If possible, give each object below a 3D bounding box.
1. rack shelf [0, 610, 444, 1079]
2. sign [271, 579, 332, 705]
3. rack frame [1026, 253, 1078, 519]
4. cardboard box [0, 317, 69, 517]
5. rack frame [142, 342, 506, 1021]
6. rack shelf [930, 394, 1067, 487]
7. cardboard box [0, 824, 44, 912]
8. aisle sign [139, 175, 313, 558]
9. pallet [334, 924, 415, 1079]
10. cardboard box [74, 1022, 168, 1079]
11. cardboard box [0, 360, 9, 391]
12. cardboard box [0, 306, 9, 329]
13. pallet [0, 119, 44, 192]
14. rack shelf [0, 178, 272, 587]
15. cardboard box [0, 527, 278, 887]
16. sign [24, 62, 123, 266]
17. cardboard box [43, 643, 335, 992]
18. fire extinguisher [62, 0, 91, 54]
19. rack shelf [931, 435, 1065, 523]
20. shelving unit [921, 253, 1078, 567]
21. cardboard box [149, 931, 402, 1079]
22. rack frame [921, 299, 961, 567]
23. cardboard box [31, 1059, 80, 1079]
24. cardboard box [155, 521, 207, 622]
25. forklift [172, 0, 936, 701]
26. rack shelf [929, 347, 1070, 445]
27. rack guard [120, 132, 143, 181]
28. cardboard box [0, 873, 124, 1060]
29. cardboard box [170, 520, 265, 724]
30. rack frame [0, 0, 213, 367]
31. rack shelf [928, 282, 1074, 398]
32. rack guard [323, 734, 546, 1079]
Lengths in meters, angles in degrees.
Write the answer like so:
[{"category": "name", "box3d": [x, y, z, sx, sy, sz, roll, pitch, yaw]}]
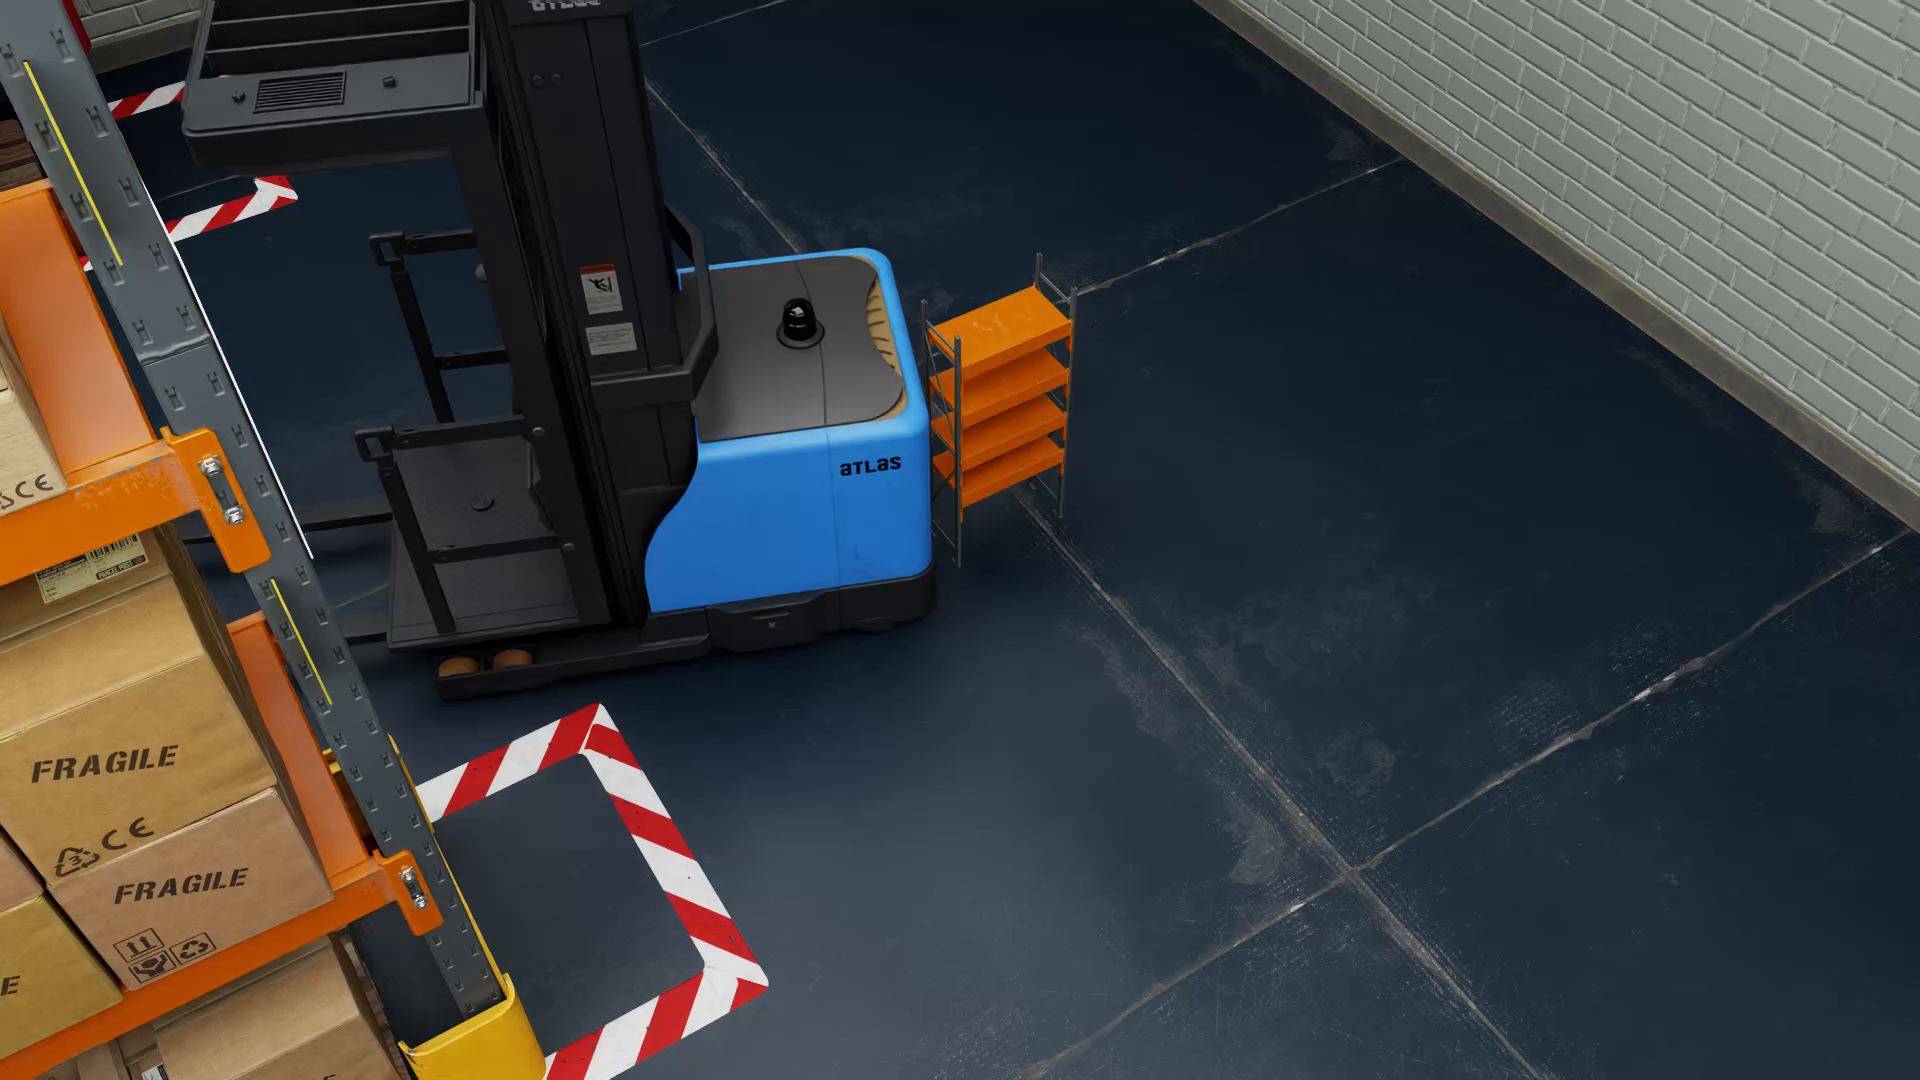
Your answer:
[{"category": "rack shelf", "box3d": [-3.357, 1.386, 3.934, 4.000, 0.370, 1.077, -25, 53, -21]}, {"category": "sign", "box3d": [-1.386, 0.218, 3.505, 0.005, 0.325, 0.100, -25, 53, -21]}, {"category": "rack frame", "box3d": [0.346, -0.562, 6.393, 0.015, 1.200, 0.240, -25, 53, -21]}, {"category": "cardboard box", "box3d": [-1.959, -0.227, 2.980, 0.500, 0.250, 0.500, -25, 53, -21]}, {"category": "rack frame", "box3d": [-1.666, 0.350, 4.375, 0.127, 3.000, 1.000, -25, 53, -21]}, {"category": "rack shelf", "box3d": [0.140, -0.420, 6.356, 0.480, 0.148, 0.258, -25, 53, -21]}, {"category": "cardboard box", "box3d": [-2.322, 0.537, 3.472, 0.500, 0.500, 0.500, -24, 53, -20]}, {"category": "aisle sign", "box3d": [-1.444, -0.348, 3.256, 0.004, 0.787, 0.394, -25, 53, -21]}, {"category": "pallet", "box3d": [-2.404, 1.626, 5.106, 1.213, 0.211, 1.003, -25, 53, -21]}, {"category": "cardboard box", "box3d": [-2.384, 1.623, 4.844, 0.250, 0.166, 0.380, -25, 53, -21]}, {"category": "cardboard box", "box3d": [-1.964, -0.398, 2.799, 0.500, 0.250, 0.500, -25, 53, -21]}, {"category": "cardboard box", "box3d": [-2.236, -0.554, 3.272, 0.500, 0.250, 0.500, -25, 53, -21]}, {"category": "pallet", "box3d": [-4.946, -1.482, 7.874, 1.213, 0.211, 1.003, -25, 53, -21]}, {"category": "rack shelf", "box3d": [-3.357, 0.388, 2.814, 4.000, 0.370, 1.077, -25, 53, -21]}, {"category": "cardboard box", "box3d": [-1.895, 0.335, 3.652, 0.500, 0.500, 0.500, -26, 53, -21]}, {"category": "sign", "box3d": [-1.386, -0.584, 2.605, 0.005, 0.325, 0.100, -25, 53, -21]}, {"category": "cardboard box", "box3d": [-1.899, 0.667, 4.026, 0.500, 0.500, 0.500, -24, 52, -20]}, {"category": "fire extinguisher", "box3d": [-3.938, -2.396, 7.122, 0.183, 0.674, 0.296, -25, 53, -21]}, {"category": "rack shelf", "box3d": [0.140, -0.288, 6.504, 0.480, 0.148, 0.258, -25, 53, -21]}, {"category": "shelving unit", "box3d": [0.140, -0.465, 6.306, 0.503, 1.200, 0.258, -25, 53, -21]}, {"category": "cardboard box", "box3d": [-1.994, 1.407, 4.813, 0.500, 0.500, 0.500, -25, 53, -21]}, {"category": "rack frame", "box3d": [-0.066, -0.368, 6.219, 0.015, 1.200, 0.240, -25, 53, -21]}, {"category": "cardboard box", "box3d": [-2.700, 1.355, 5.027, 0.500, 0.250, 0.500, -25, 53, -21]}, {"category": "cardboard box", "box3d": [-2.181, -0.006, 3.955, 0.500, 0.500, 0.500, -24, 52, -20]}, {"category": "forklift", "box3d": [-1.660, -0.816, 5.459, 3.031, 2.935, 1.130, -8, 49, -7]}, {"category": "rack shelf", "box3d": [0.140, -0.569, 6.189, 0.480, 0.148, 0.258, -25, 53, -21]}, {"category": "rack guard", "box3d": [-4.292, -1.956, 8.102, 0.348, 0.500, 1.175, -25, 53, -21]}, {"category": "cardboard box", "box3d": [-2.336, 0.876, 3.840, 0.500, 0.500, 0.500, -25, 53, -20]}, {"category": "cardboard box", "box3d": [-2.181, 0.327, 4.329, 0.500, 0.500, 0.500, -24, 53, -20]}, {"category": "rack frame", "box3d": [-1.666, -1.645, 2.135, 0.127, 3.000, 1.000, -25, 53, -21]}, {"category": "rack shelf", "box3d": [0.140, -0.726, 6.013, 0.480, 0.148, 0.258, -25, 53, -21]}, {"category": "rack guard", "box3d": [-1.730, 1.211, 5.282, 0.348, 0.500, 1.175, -25, 53, -21]}]
